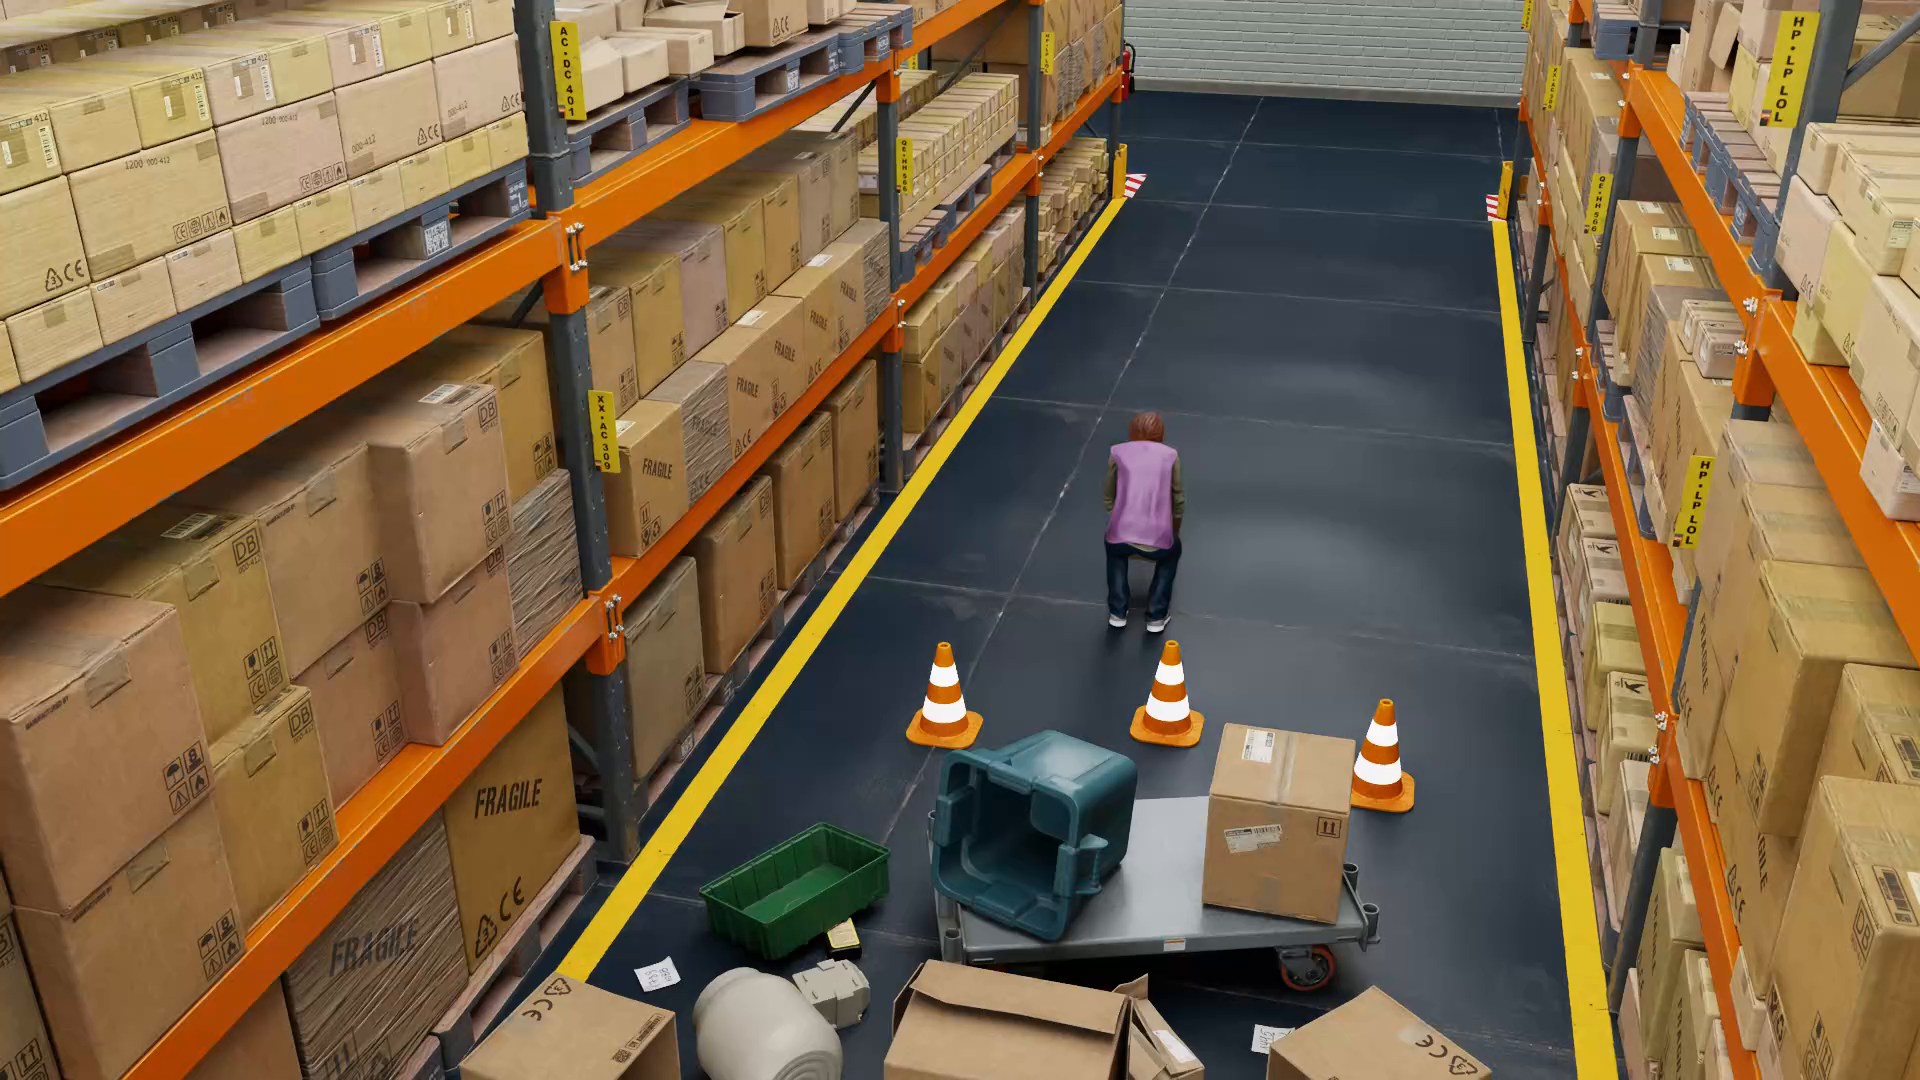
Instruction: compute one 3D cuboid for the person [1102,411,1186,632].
[{"bbox_3d":[0.957,-0.072,8.881,0.461,1.072,0.745,6,26,13],"label":"person"}]
